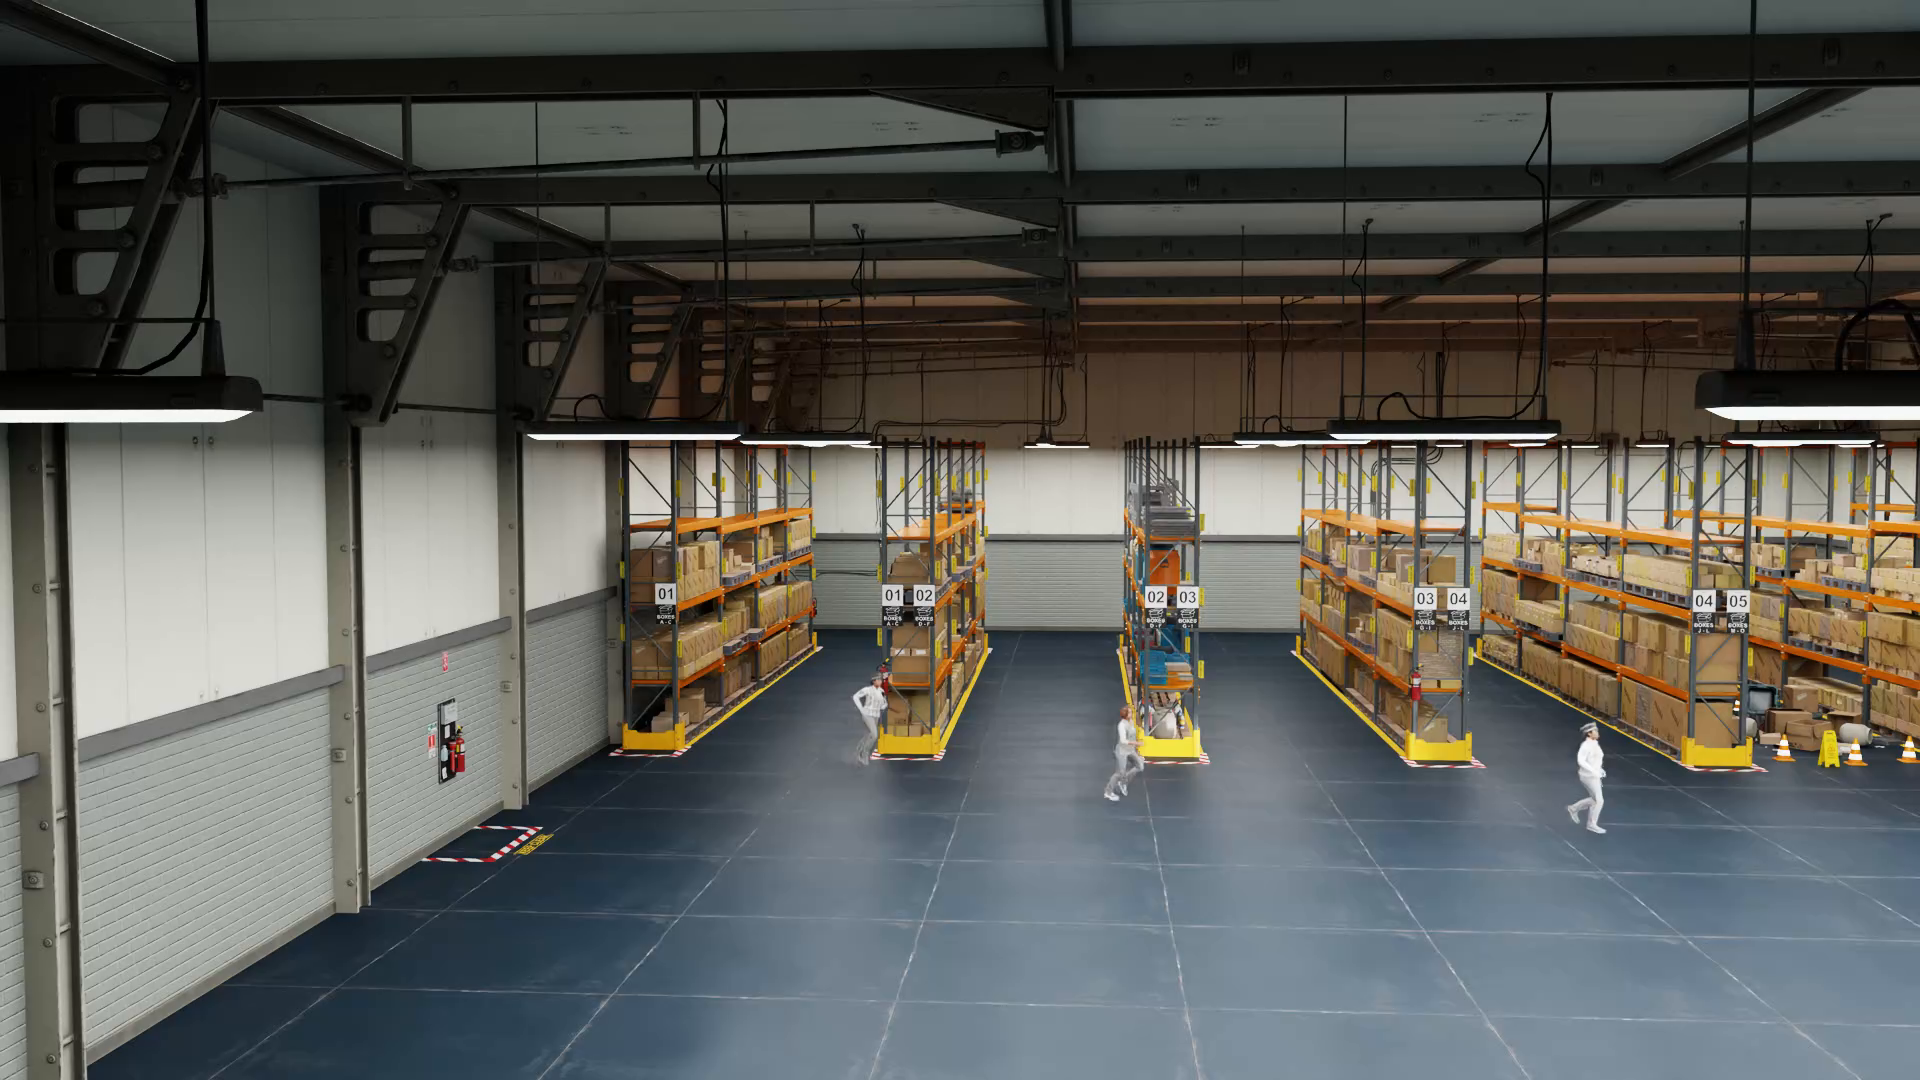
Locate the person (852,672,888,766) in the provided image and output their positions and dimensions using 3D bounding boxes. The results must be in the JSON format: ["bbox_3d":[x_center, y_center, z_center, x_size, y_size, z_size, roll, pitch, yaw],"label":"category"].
[{"bbox_3d":[-1.634,3.271,30.486,0.643,1.707,0.628,2,4,39],"label":"person"}]

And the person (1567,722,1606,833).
[{"bbox_3d":[9.432,3.553,25.019,0.566,1.673,0.628,2,4,33],"label":"person"}]

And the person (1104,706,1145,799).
[{"bbox_3d":[2.730,3.482,27.186,0.745,1.542,0.560,2,4,35],"label":"person"}]
